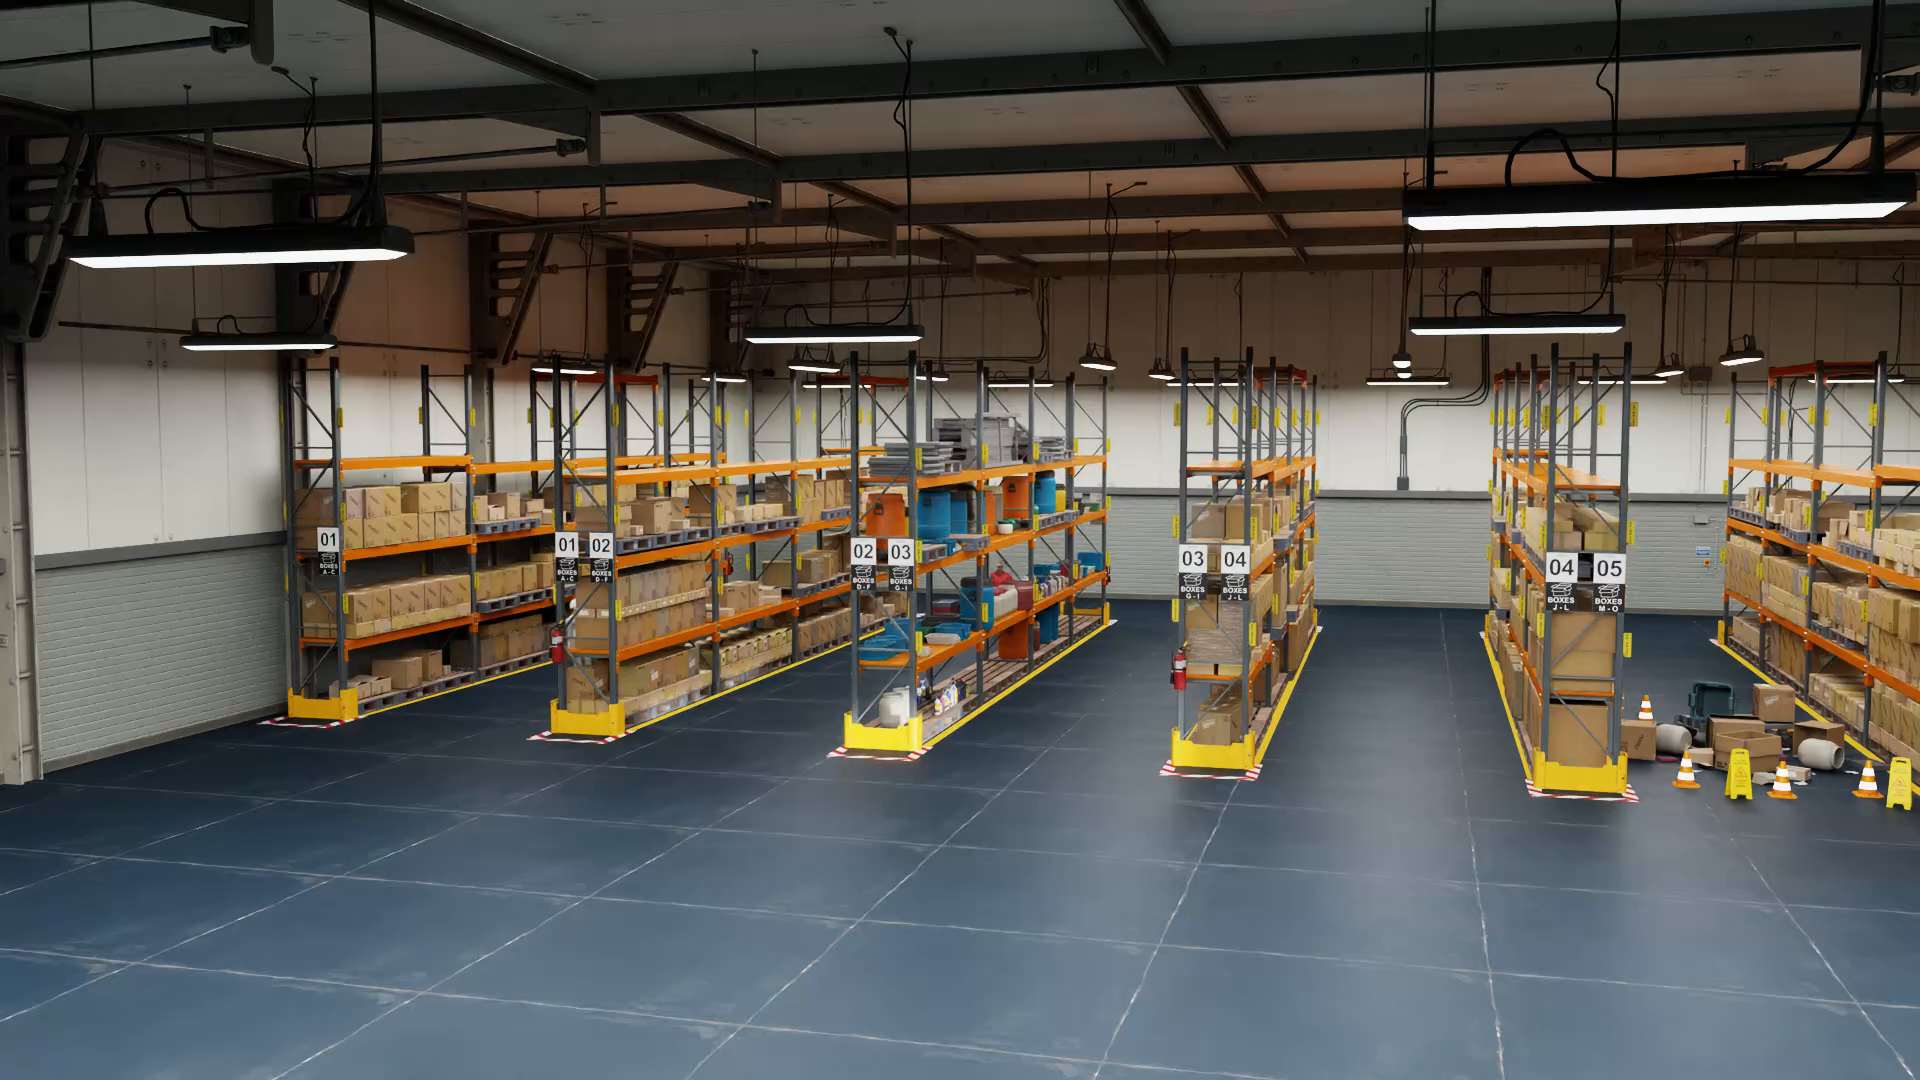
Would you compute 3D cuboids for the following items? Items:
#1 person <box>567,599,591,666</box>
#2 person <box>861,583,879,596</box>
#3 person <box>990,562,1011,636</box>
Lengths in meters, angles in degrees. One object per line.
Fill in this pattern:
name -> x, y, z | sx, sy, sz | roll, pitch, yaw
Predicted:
person -> -6.792, 1.965, 29.889 | 0.524, 1.824, 0.567 | 4, 6, 45
person -> -2.375, 0.954, 43.128 | 0.465, 1.788, 0.666 | 1, 4, 17
person -> 0.921, 1.352, 38.313 | 0.633, 1.679, 1.030 | 1, 4, 15
